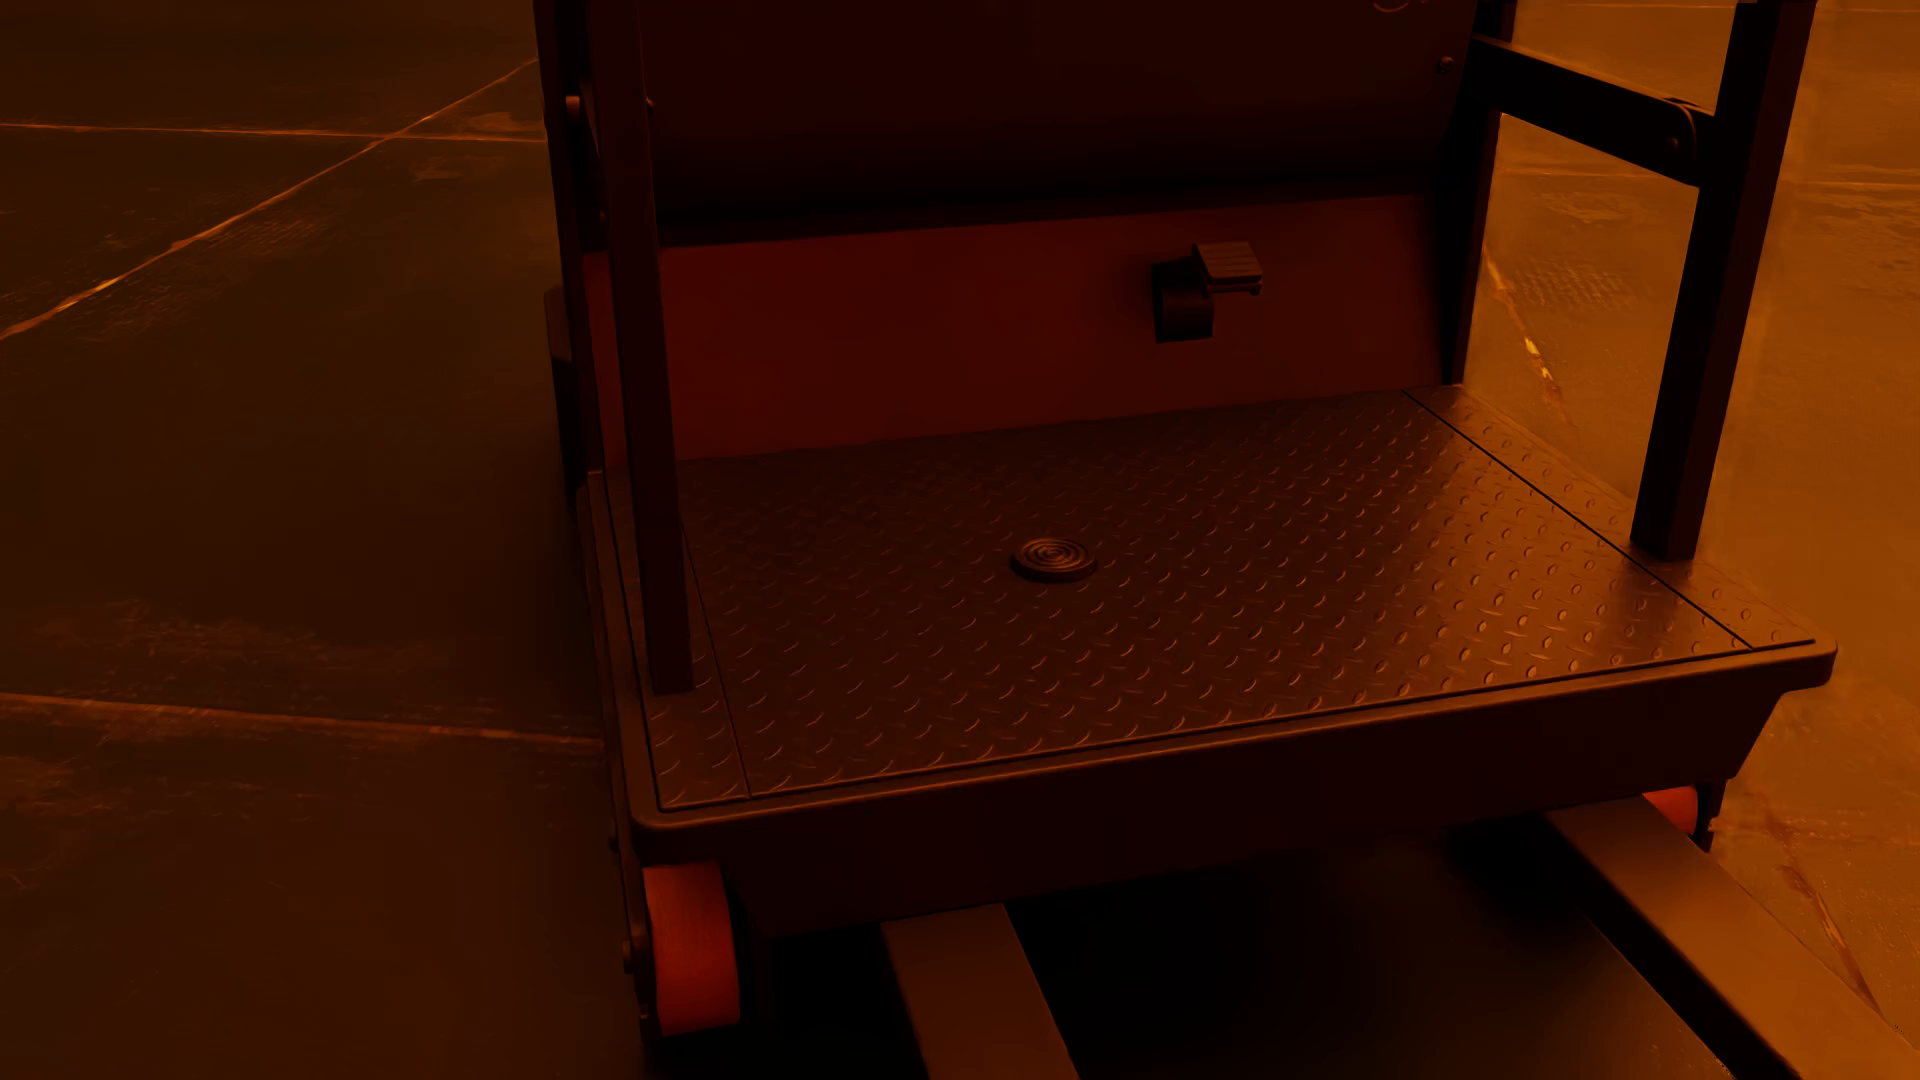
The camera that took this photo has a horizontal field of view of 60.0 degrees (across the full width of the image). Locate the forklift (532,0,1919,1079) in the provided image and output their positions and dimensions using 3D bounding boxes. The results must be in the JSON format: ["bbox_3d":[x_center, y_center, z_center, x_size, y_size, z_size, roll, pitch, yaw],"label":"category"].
[{"bbox_3d":[0.159,-1.038,1.297,1.130,2.935,3.031,-7,27,-13],"label":"forklift"}]
